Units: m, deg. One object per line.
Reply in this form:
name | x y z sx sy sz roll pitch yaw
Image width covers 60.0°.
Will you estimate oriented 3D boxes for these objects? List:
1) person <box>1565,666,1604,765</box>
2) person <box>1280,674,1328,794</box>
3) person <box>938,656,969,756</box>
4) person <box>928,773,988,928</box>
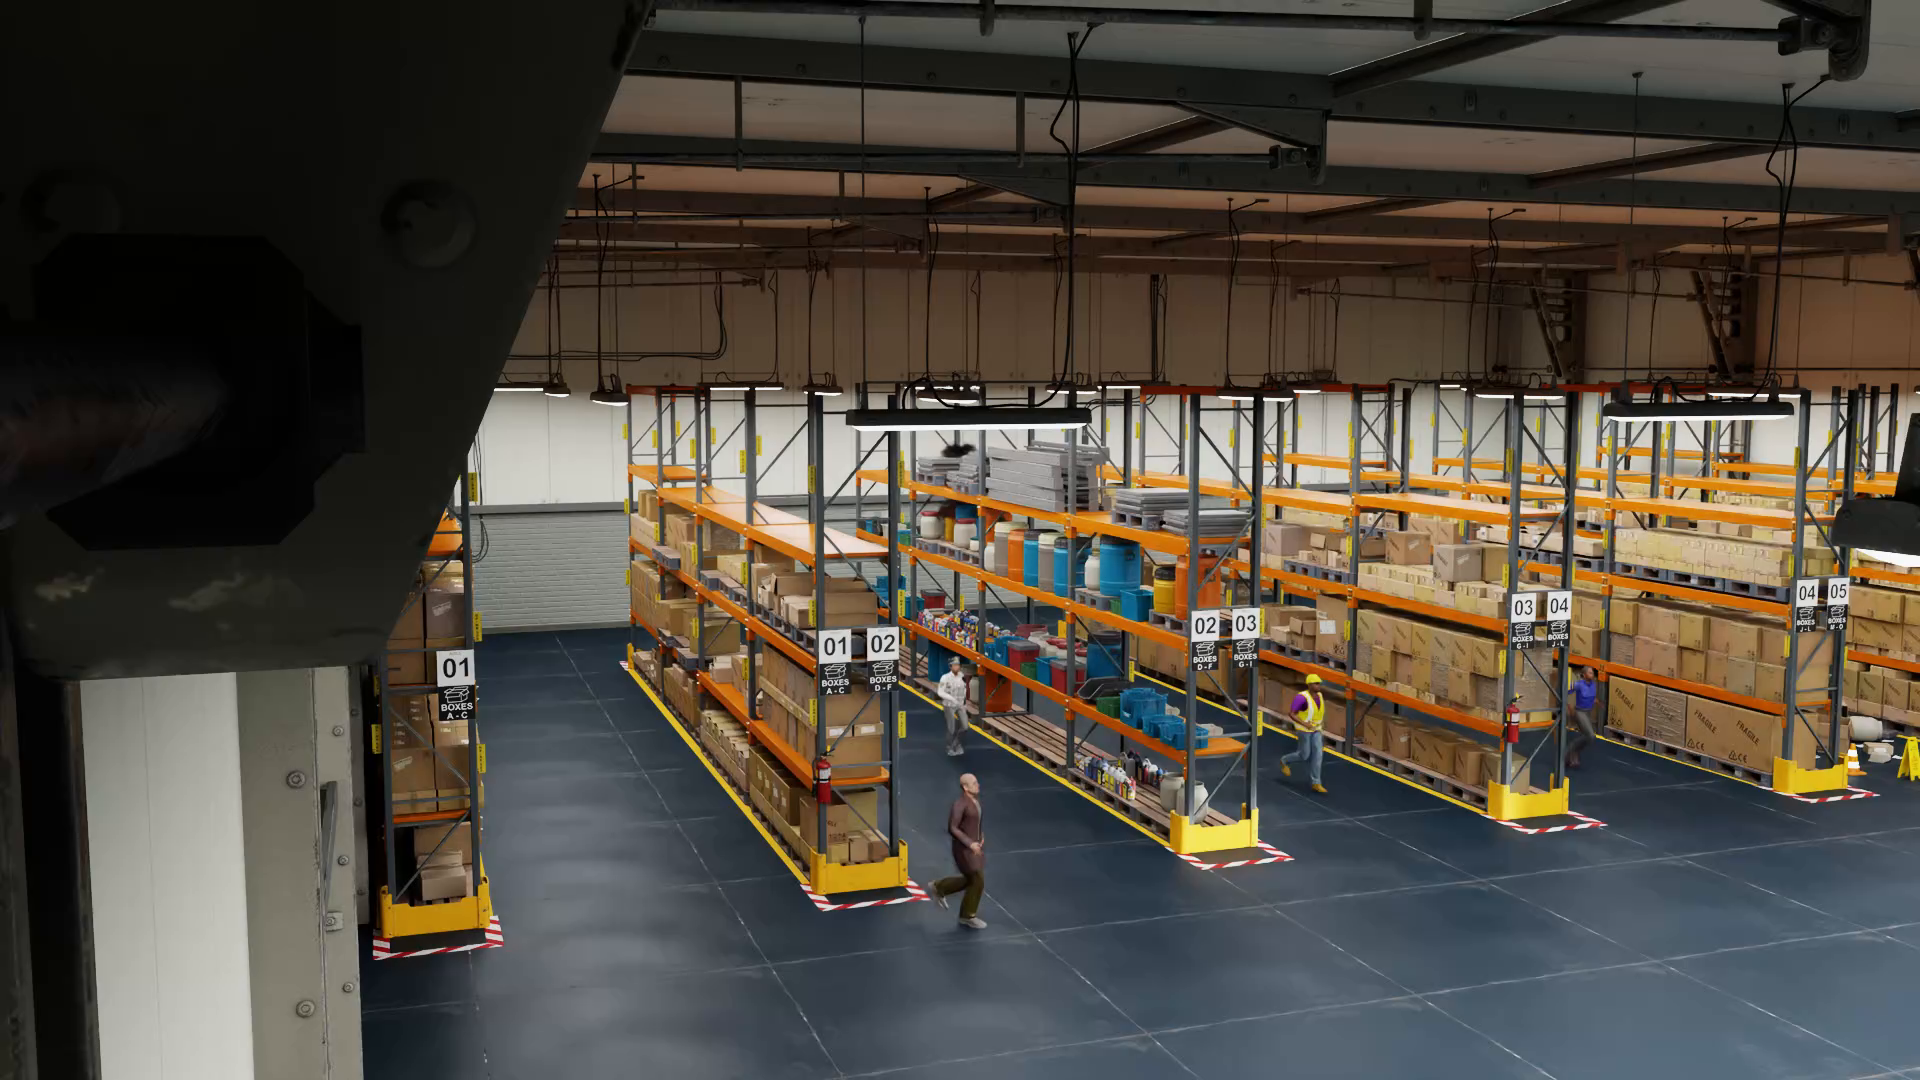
person | 9.898 2.797 26.386 0.572 1.609 0.642 -4 7 -32
person | 5.235 2.878 25.114 0.726 1.754 0.950 -4 7 -37
person | -0.076 2.709 27.032 0.612 1.666 0.606 -3 7 -25
person | -0.021 3.518 18.960 0.731 1.775 0.719 2 6 16
